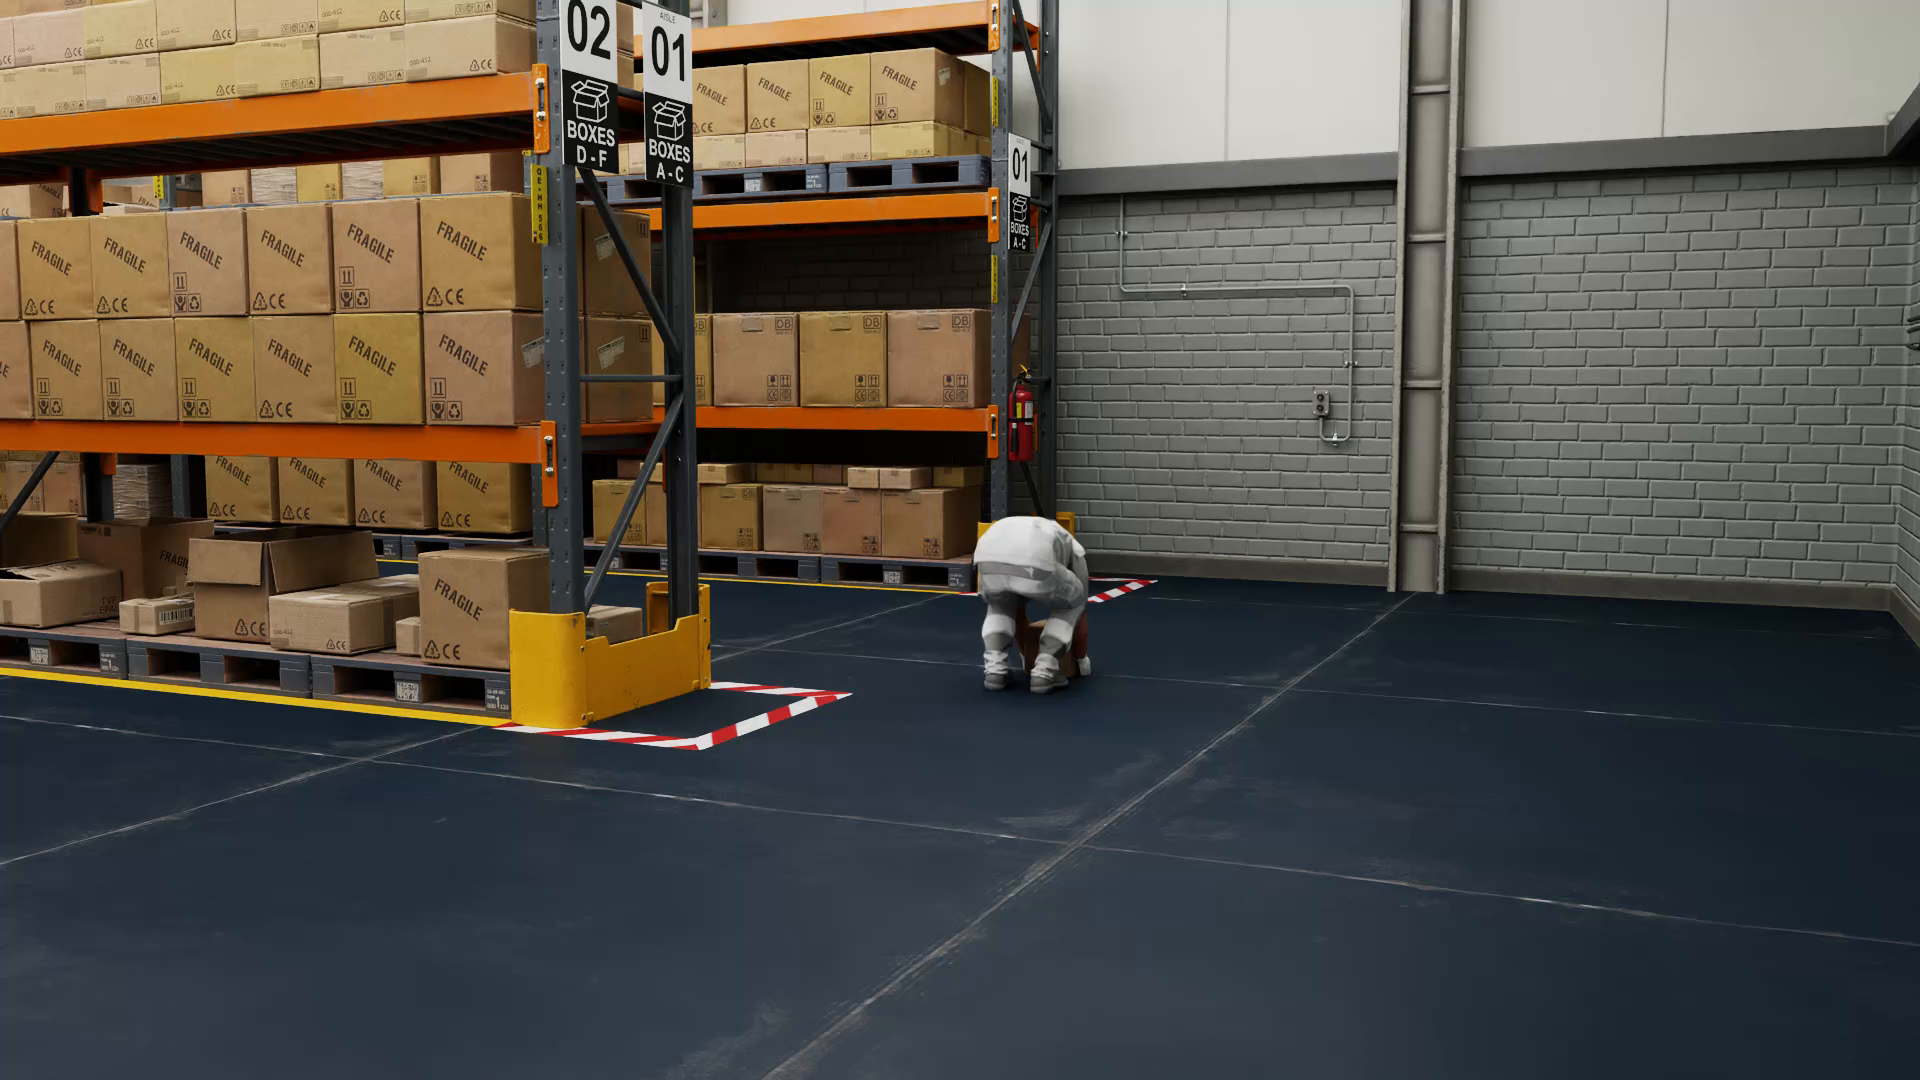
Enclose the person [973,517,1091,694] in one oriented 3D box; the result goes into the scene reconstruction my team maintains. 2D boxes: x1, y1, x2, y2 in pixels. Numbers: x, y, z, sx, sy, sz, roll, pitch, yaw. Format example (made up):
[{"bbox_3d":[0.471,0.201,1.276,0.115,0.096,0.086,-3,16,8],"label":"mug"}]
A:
[{"bbox_3d":[0.373,0.302,8.264,0.532,0.869,0.965,2,6,22],"label":"person"}]
